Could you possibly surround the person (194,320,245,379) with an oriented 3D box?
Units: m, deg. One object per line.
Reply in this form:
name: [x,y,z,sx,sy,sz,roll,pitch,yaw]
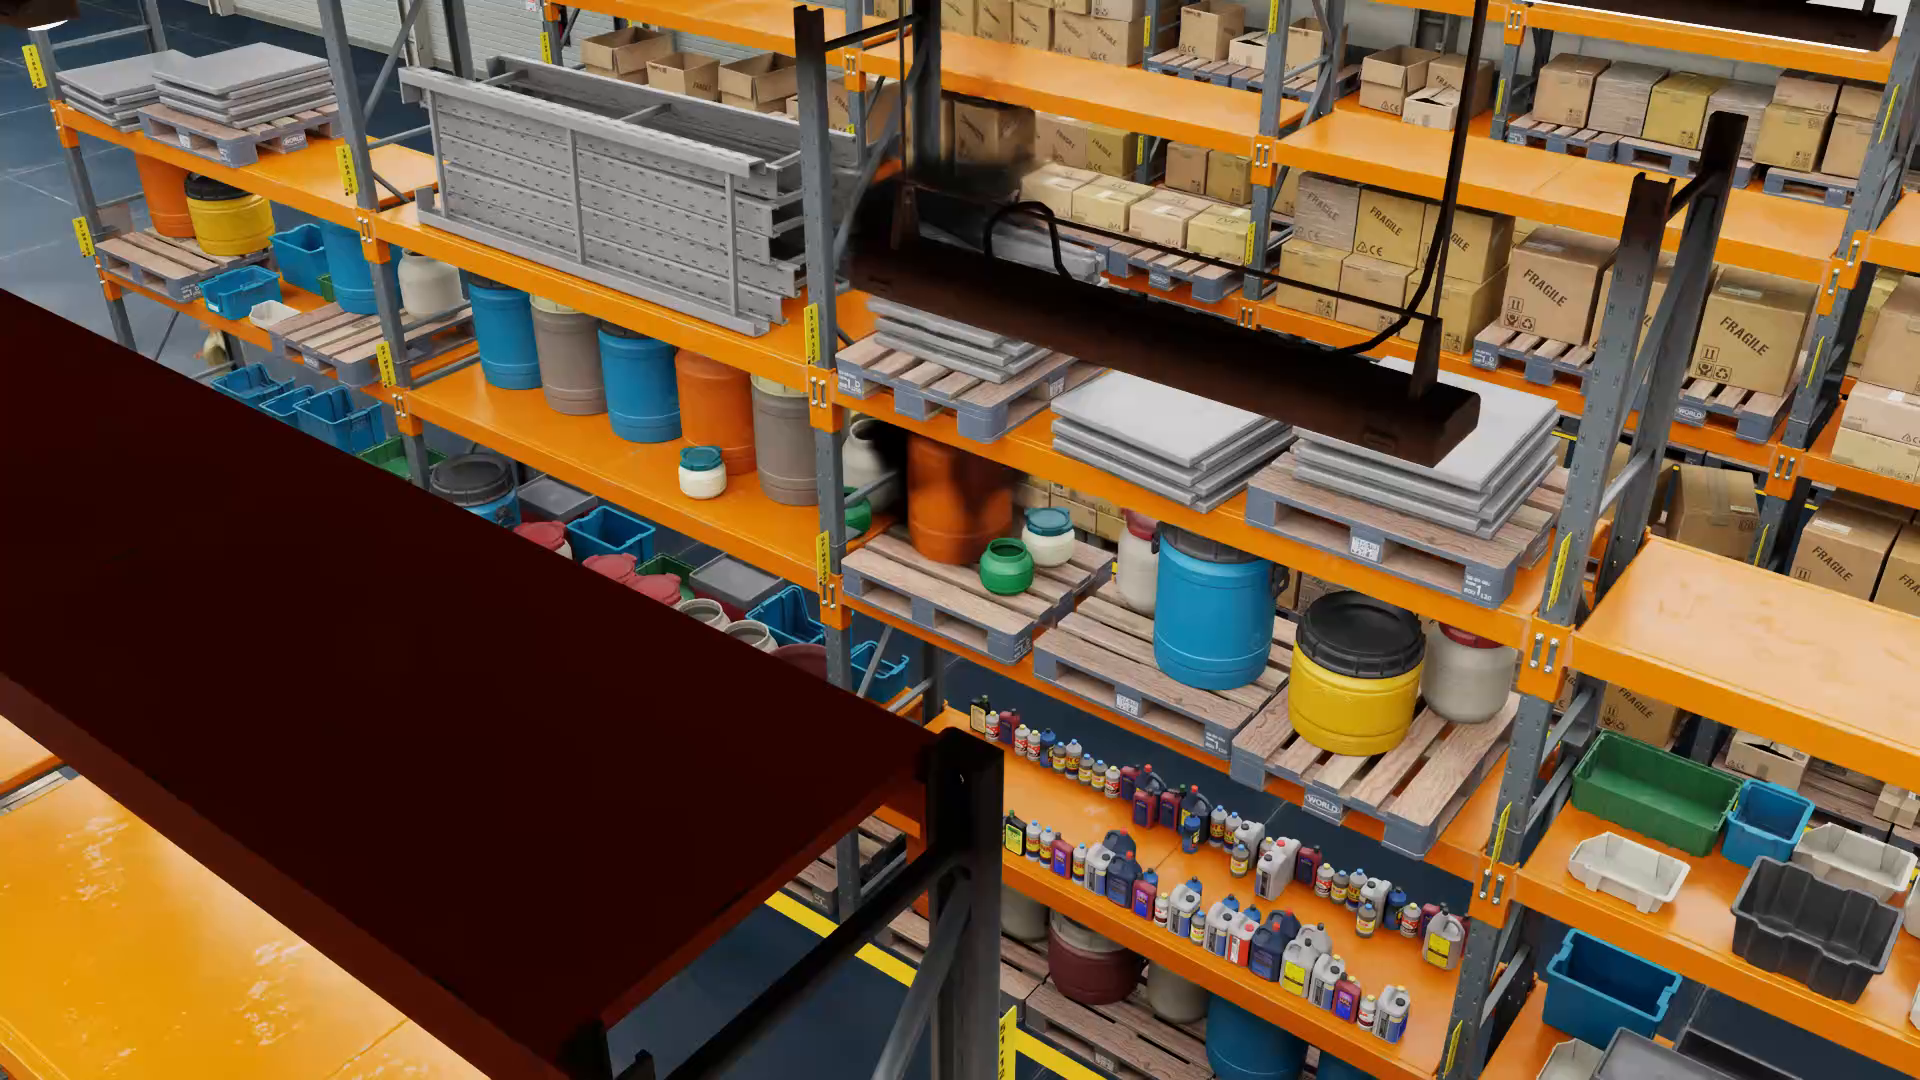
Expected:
person: [-7.043,-1.512,16.145,0.898,1.690,0.560,-5,32,-8]
